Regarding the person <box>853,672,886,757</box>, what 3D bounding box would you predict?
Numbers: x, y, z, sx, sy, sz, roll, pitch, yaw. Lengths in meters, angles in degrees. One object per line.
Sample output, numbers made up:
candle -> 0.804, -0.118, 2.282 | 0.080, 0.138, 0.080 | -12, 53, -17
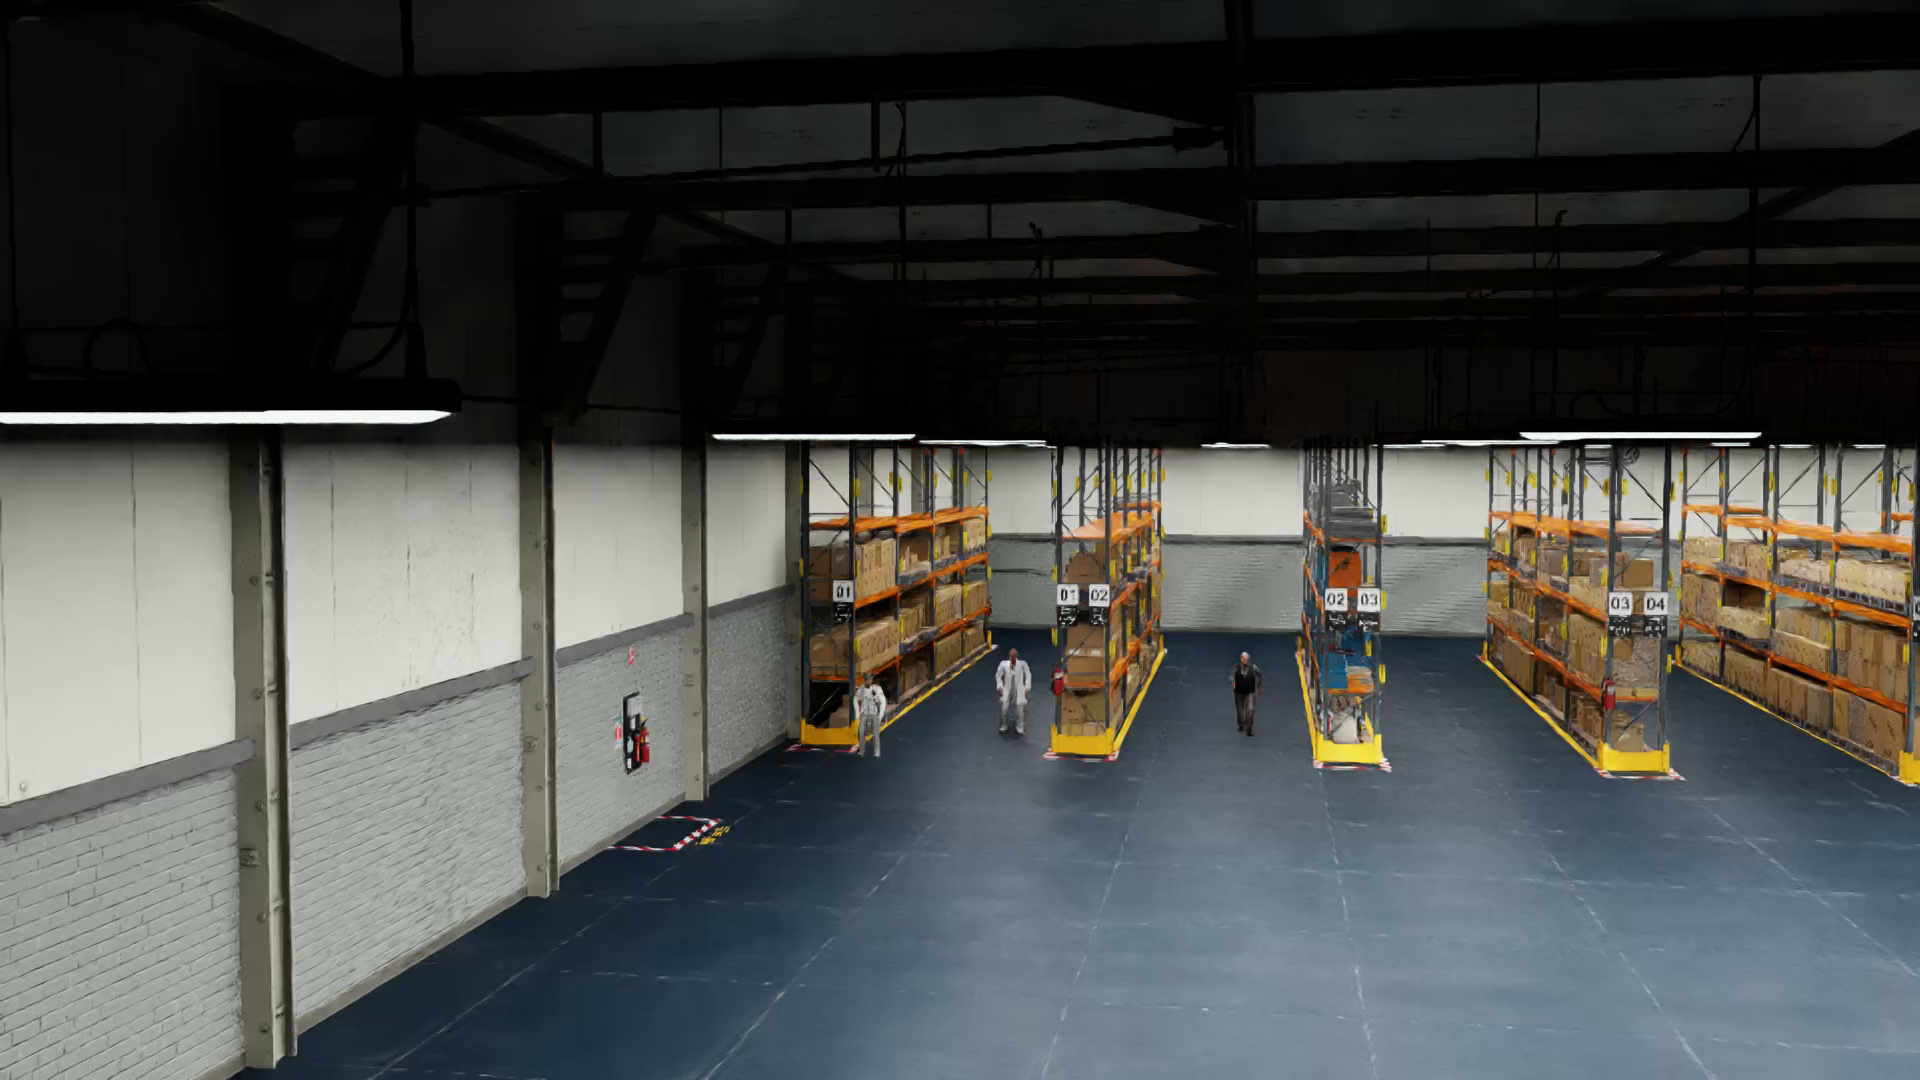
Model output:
person -> -1.685, 3.238, 30.969 | 0.639, 1.631, 0.508 | 0, 3, 9

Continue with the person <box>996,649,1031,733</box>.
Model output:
person -> 1.079, 3.042, 33.623 | 0.729, 1.732, 0.541 | 0, 3, 8

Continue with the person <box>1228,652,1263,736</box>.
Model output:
person -> 5.747, 3.076, 33.578 | 0.680, 1.658, 0.845 | 1, 3, 15
